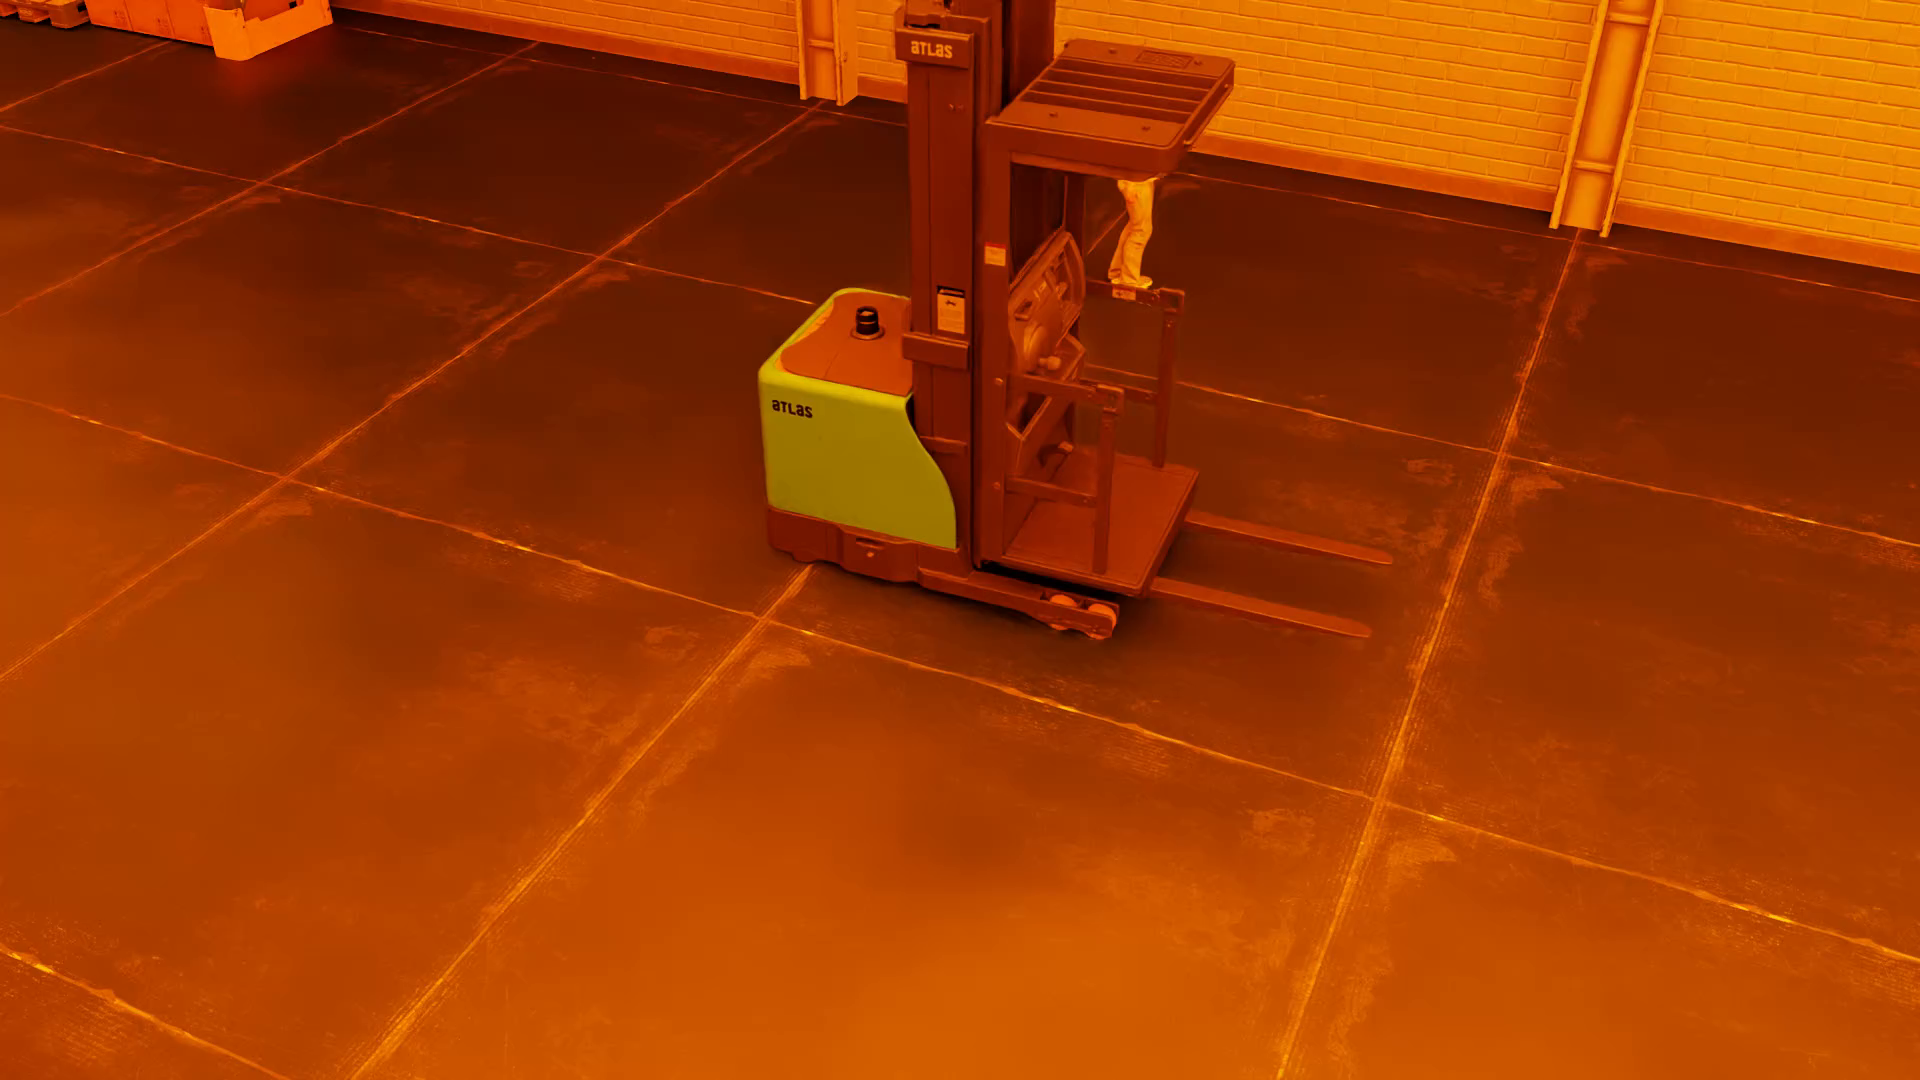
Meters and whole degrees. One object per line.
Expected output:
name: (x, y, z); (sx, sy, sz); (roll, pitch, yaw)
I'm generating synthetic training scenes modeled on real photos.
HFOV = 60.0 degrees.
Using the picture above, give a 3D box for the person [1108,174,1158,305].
person: (1.148, -2.272, 10.424); (0.382, 1.596, 0.546); (7, 36, 10)

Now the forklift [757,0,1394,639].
forklift: (0.585, -1.070, 7.587); (3.031, 2.935, 1.130); (13, 37, 17)
